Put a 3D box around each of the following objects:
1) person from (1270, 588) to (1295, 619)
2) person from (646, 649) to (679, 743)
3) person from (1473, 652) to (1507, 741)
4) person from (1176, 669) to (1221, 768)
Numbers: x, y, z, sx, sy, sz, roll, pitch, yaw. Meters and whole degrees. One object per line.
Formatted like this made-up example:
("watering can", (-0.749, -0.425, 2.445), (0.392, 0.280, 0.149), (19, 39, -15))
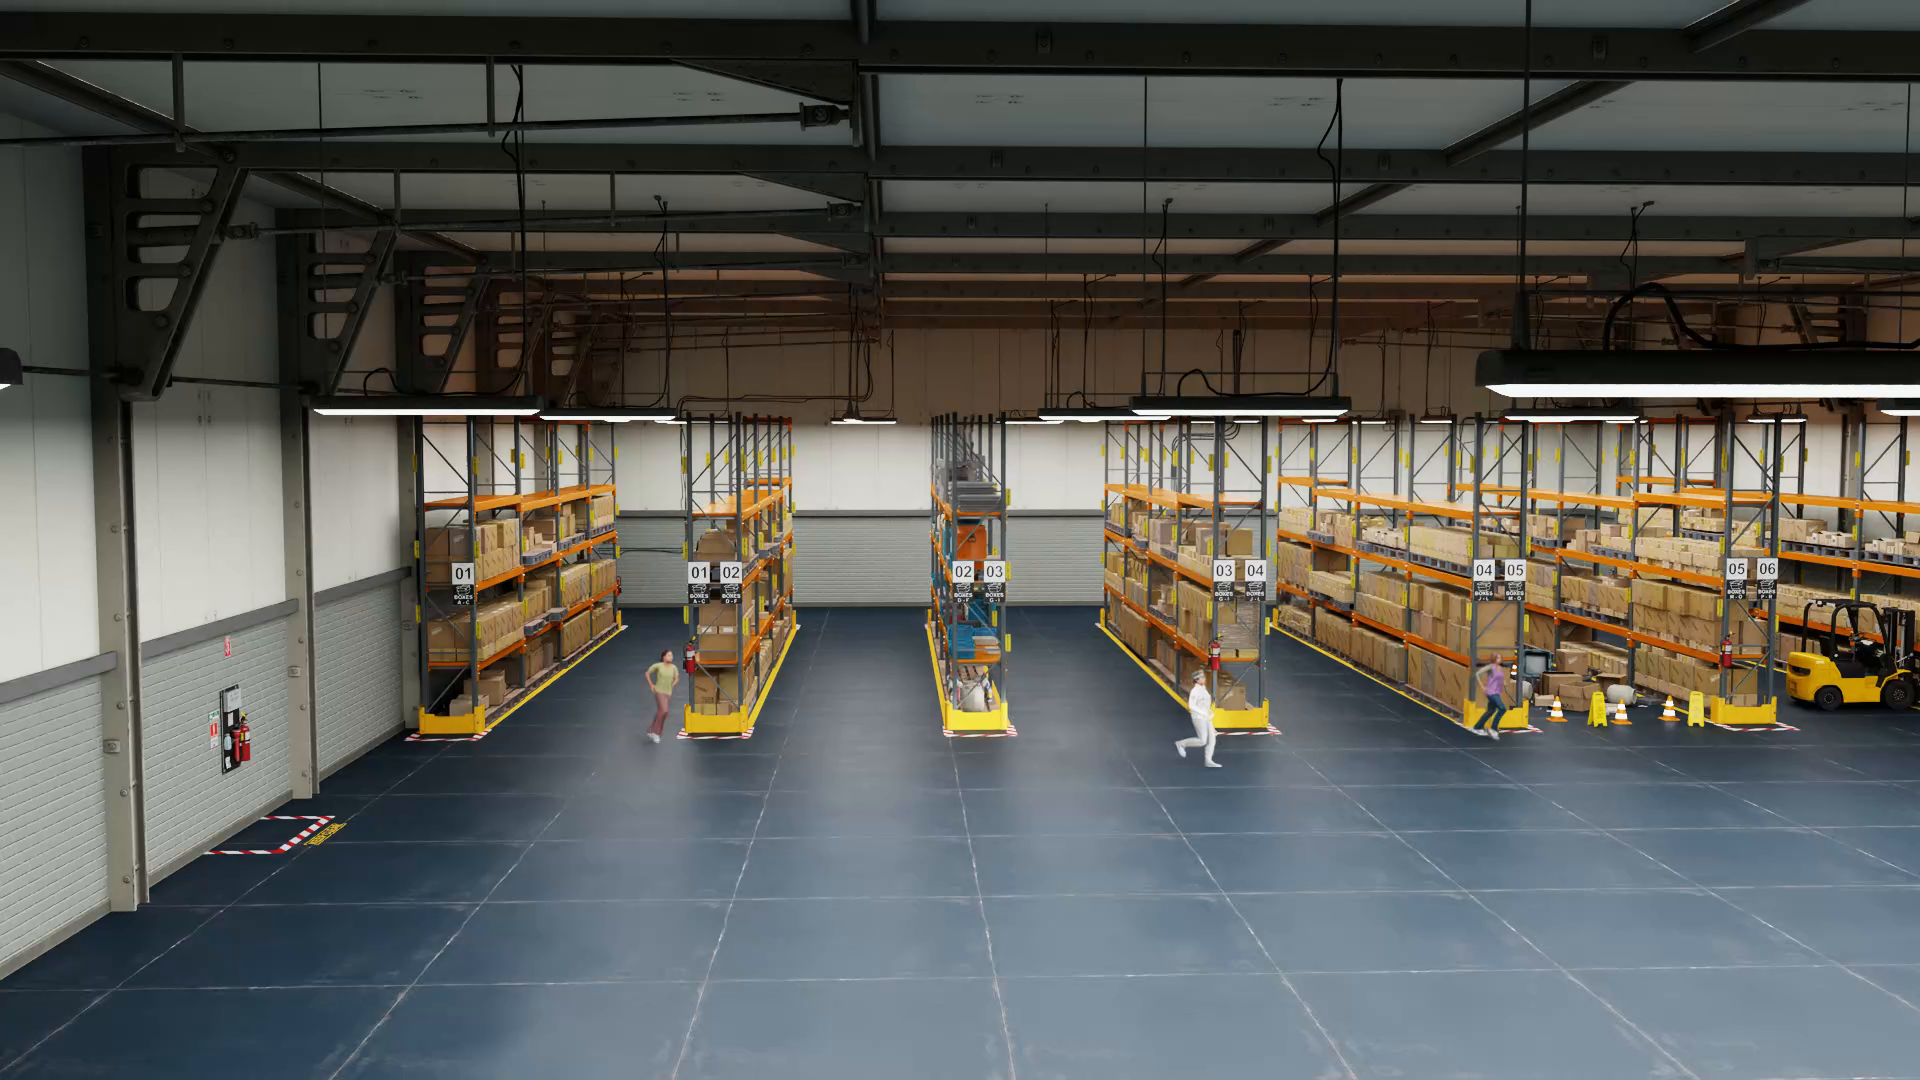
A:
("person", (9.571, 1.520, 49.109), (0.936, 1.664, 0.696), (2, 5, 31))
("person", (-5.429, 2.851, 30.416), (0.604, 1.646, 0.641), (-4, 5, -44))
("person", (9.762, 2.854, 30.520), (0.642, 1.597, 0.539), (3, 5, 40))
("person", (4.043, 2.996, 28.027), (0.773, 1.652, 0.633), (2, 4, 28))
